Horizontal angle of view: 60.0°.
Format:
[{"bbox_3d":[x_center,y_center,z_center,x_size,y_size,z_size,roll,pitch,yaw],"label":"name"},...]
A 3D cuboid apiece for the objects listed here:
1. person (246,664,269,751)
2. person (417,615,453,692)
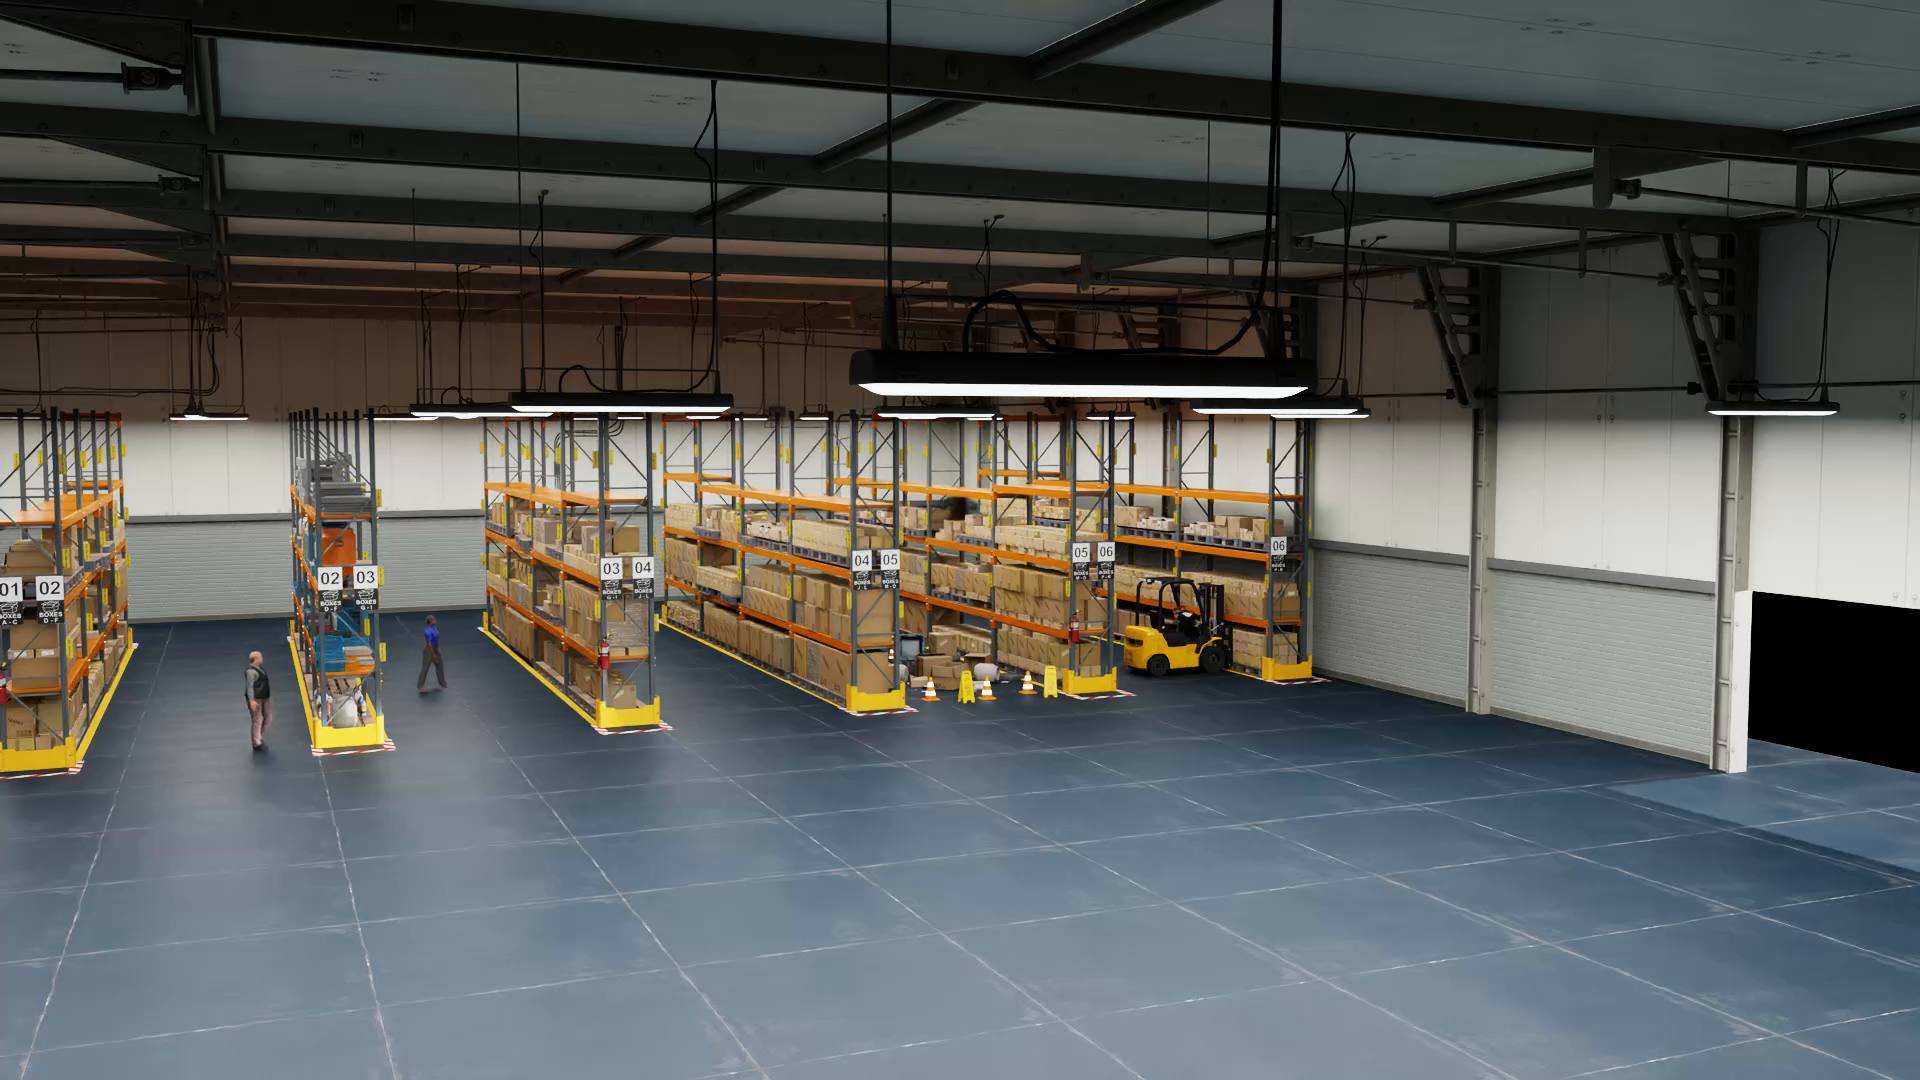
[{"bbox_3d":[-12.353,2.928,29.259,0.478,1.547,0.596,0,4,6],"label":"person"},{"bbox_3d":[-11.273,2.415,35.601,0.560,1.671,0.671,1,4,12],"label":"person"}]
